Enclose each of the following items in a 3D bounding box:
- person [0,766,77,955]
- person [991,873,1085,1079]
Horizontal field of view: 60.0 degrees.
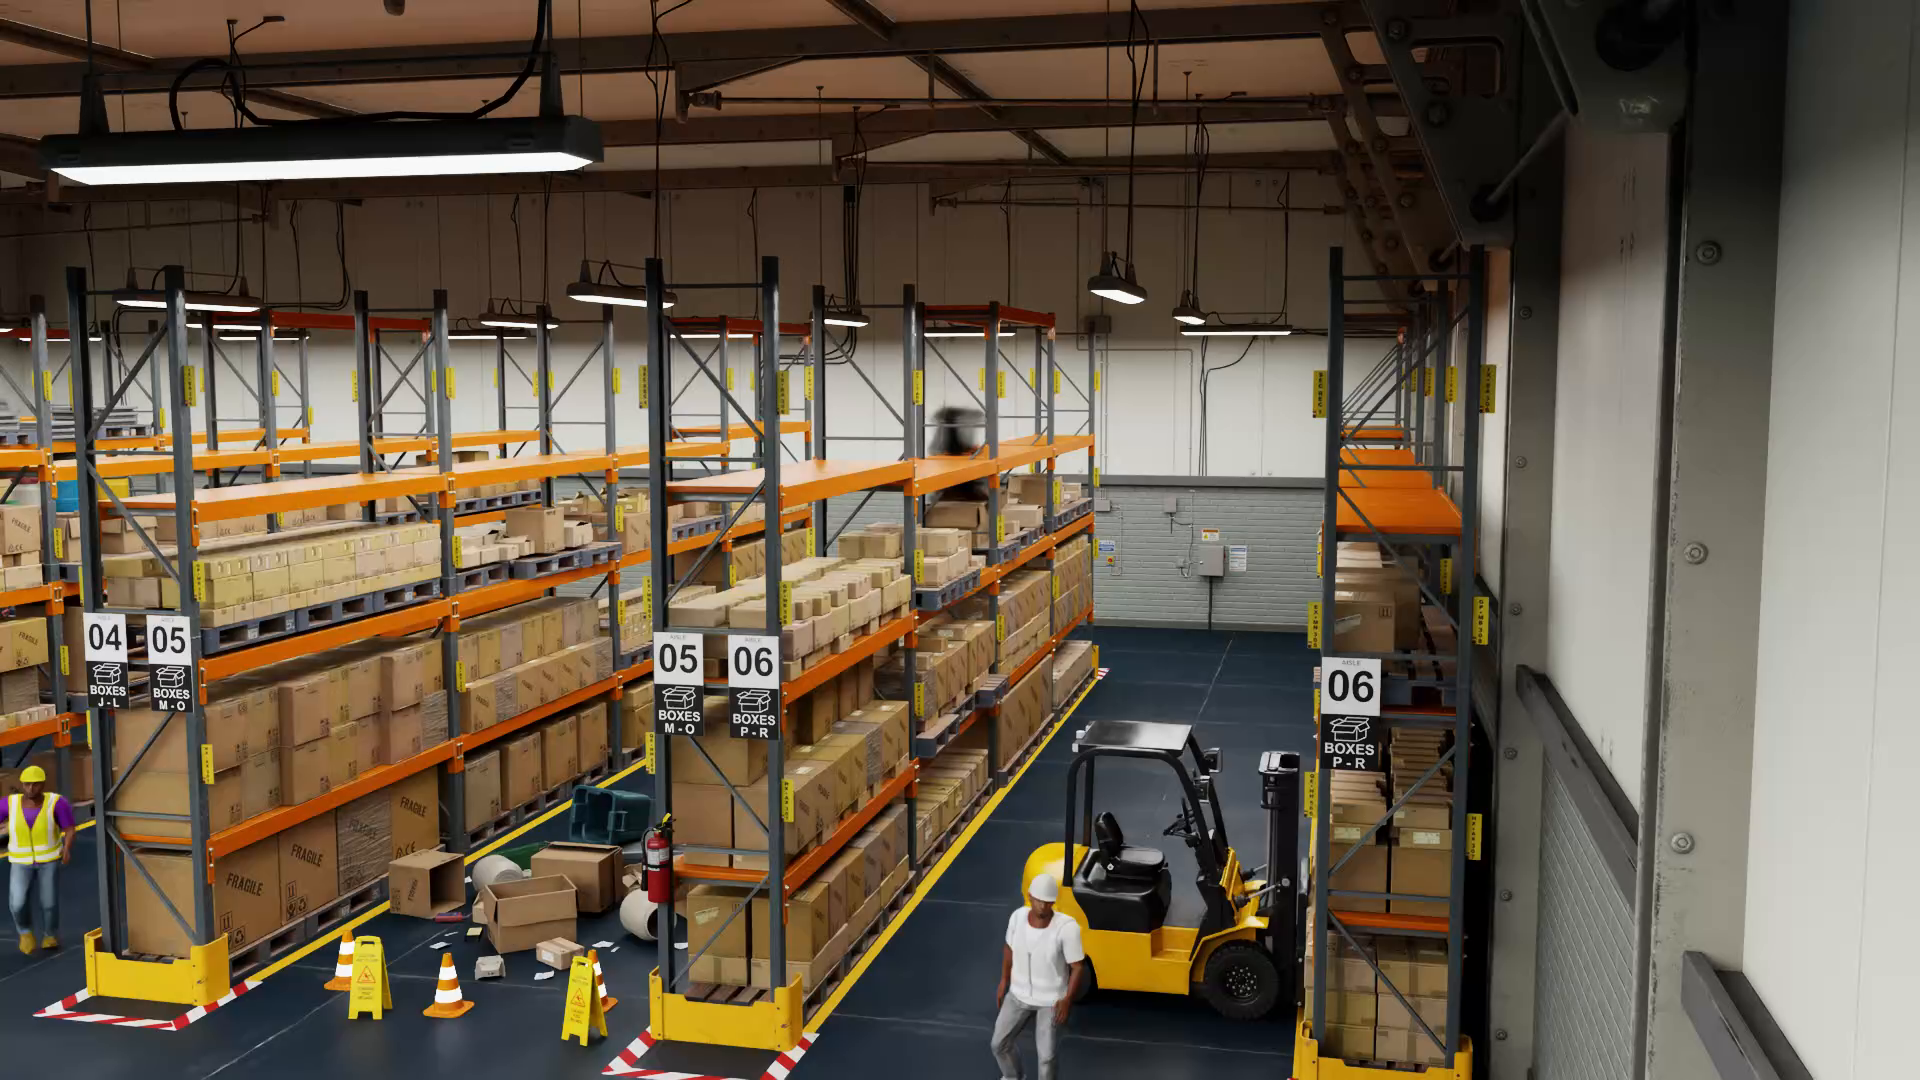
[{"bbox_3d":[-8.176,2.829,14.657,0.708,1.705,0.736,-3,6,-24],"label":"person"},{"bbox_3d":[0.468,3.144,11.462,0.806,1.739,0.589,3,6,25],"label":"person"}]
